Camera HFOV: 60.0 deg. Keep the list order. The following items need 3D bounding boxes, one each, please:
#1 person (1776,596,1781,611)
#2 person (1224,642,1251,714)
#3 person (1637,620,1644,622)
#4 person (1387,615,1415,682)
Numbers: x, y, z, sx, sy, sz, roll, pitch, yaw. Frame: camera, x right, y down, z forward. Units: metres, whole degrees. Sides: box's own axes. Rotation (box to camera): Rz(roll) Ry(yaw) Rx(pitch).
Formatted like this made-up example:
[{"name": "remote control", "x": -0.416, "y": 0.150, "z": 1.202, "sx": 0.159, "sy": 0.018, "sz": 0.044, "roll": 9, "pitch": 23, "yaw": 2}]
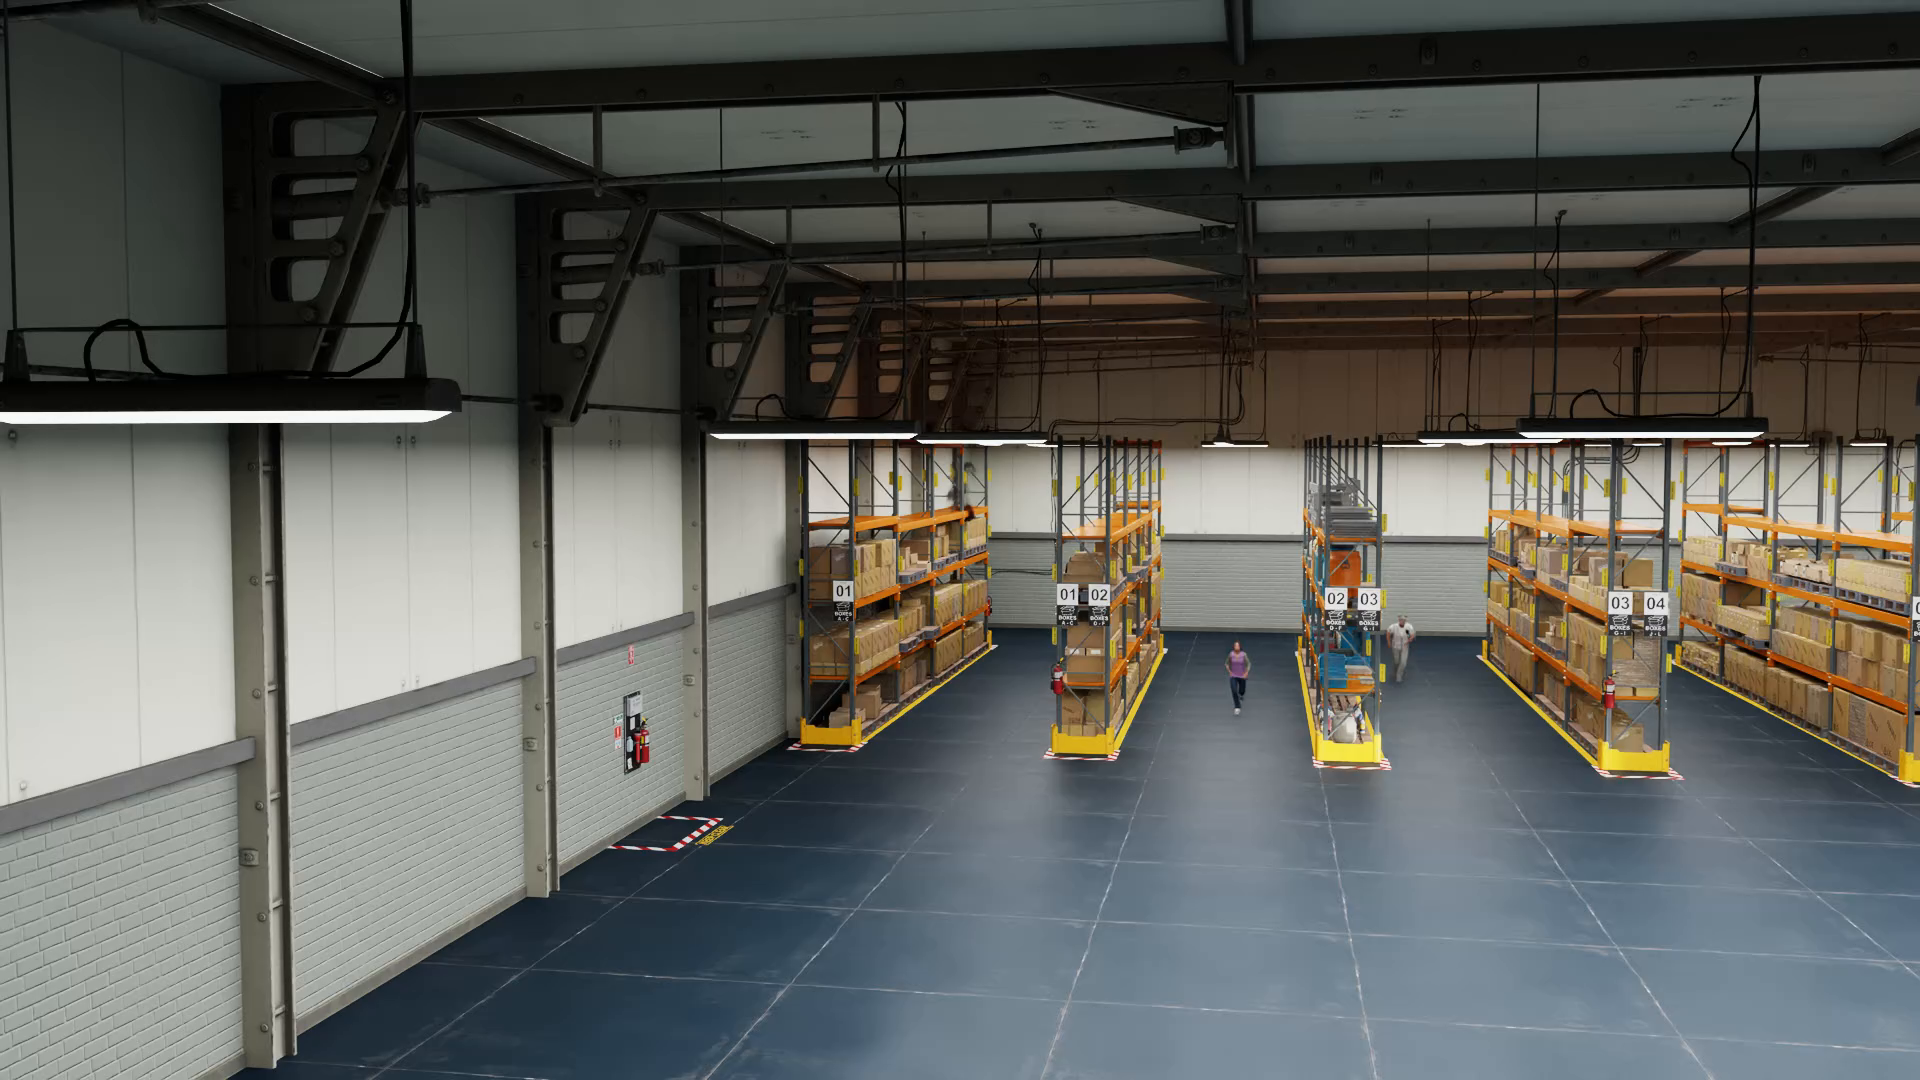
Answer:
[{"name": "person", "x": 22.268, "y": 2.399, "z": 45.559, "sx": 0.531, "sy": 1.717, "sz": 0.698, "roll": 0, "pitch": 3, "yaw": -9}, {"name": "person", "x": 6.064, "y": 2.997, "z": 36.353, "sx": 0.564, "sy": 1.560, "sz": 0.599, "roll": 0, "pitch": 3, "yaw": 9}, {"name": "person", "x": 18.250, "y": 2.446, "z": 45.081, "sx": 0.732, "sy": 1.682, "sz": 0.845, "roll": 3, "pitch": 4, "yaw": 41}, {"name": "person", "x": 10.918, "y": 2.667, "z": 41.221, "sx": 0.656, "sy": 1.705, "sz": 0.763, "roll": 0, "pitch": 3, "yaw": 5}]
